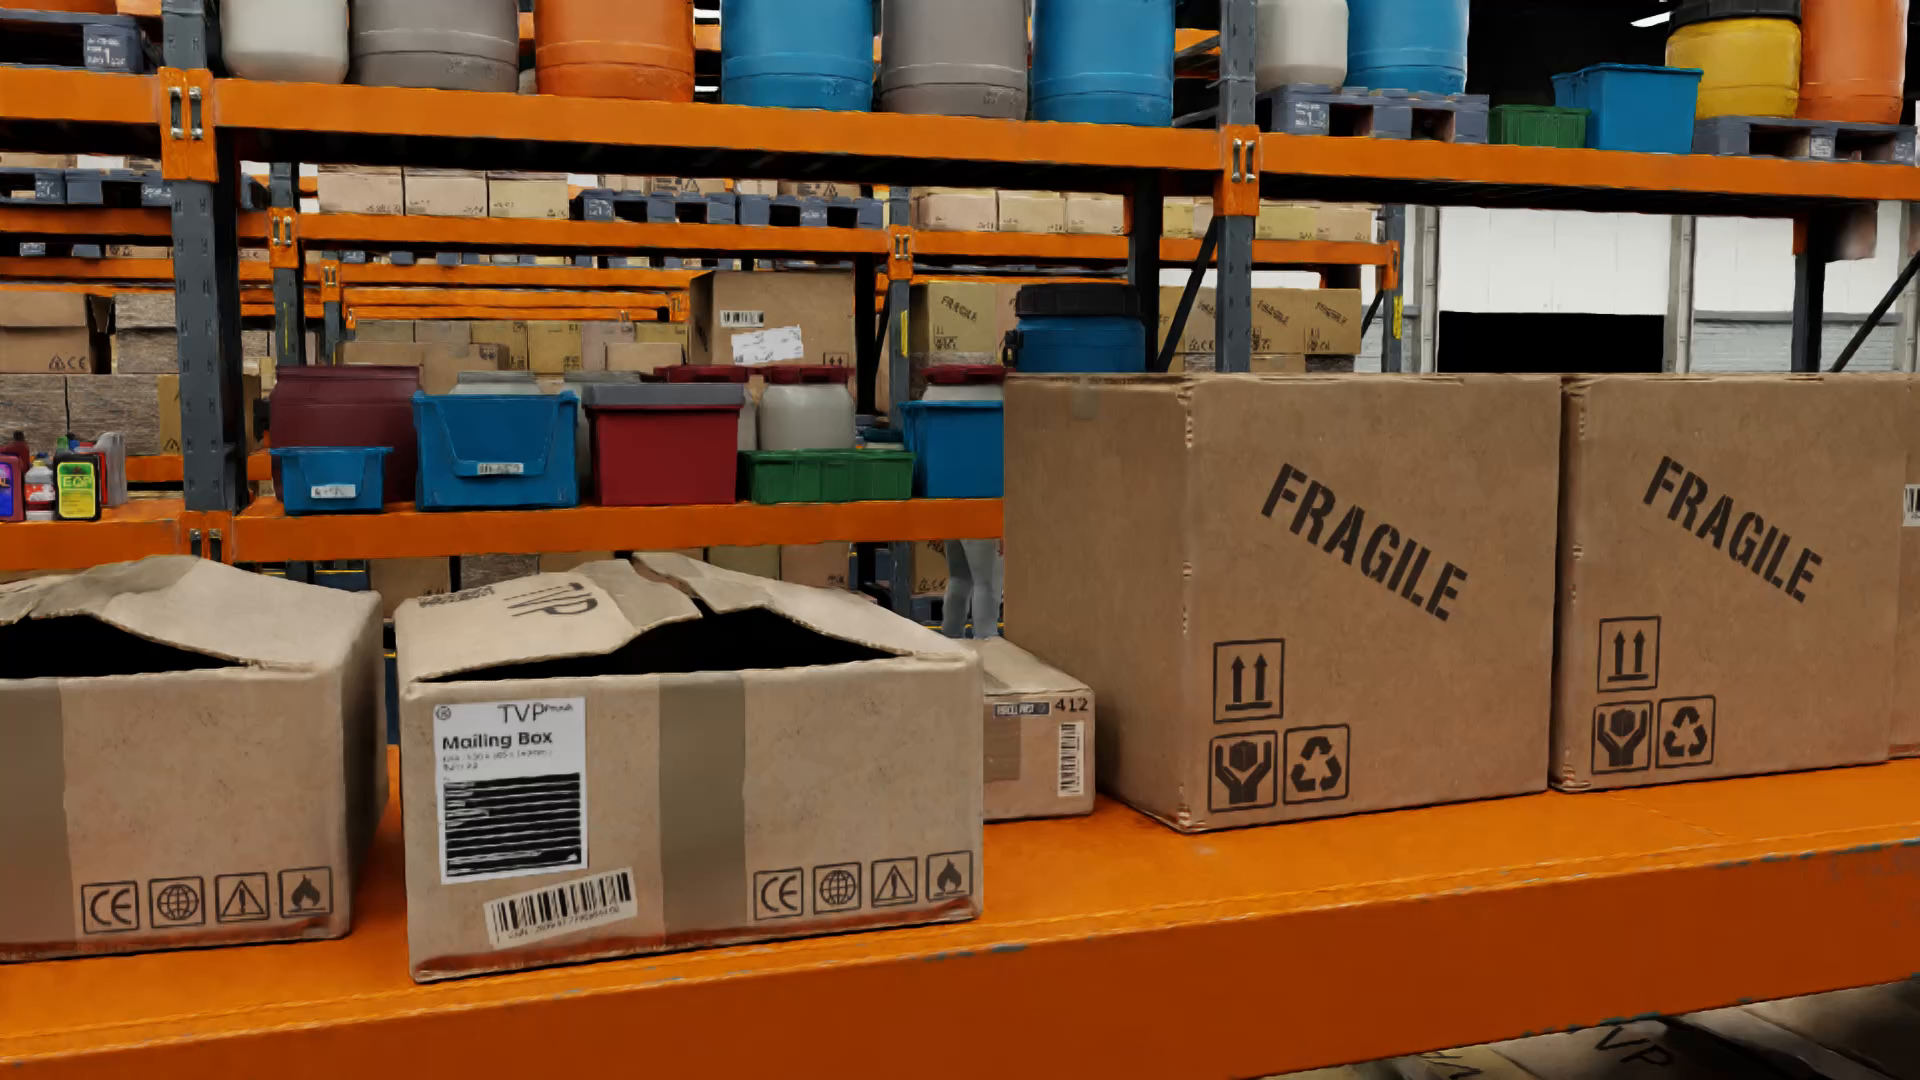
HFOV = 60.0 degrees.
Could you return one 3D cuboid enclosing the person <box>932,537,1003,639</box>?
[{"bbox_3d":[0.102,-0.103,10.178,0.481,1.741,0.689,-4,7,-37],"label":"person"}]
